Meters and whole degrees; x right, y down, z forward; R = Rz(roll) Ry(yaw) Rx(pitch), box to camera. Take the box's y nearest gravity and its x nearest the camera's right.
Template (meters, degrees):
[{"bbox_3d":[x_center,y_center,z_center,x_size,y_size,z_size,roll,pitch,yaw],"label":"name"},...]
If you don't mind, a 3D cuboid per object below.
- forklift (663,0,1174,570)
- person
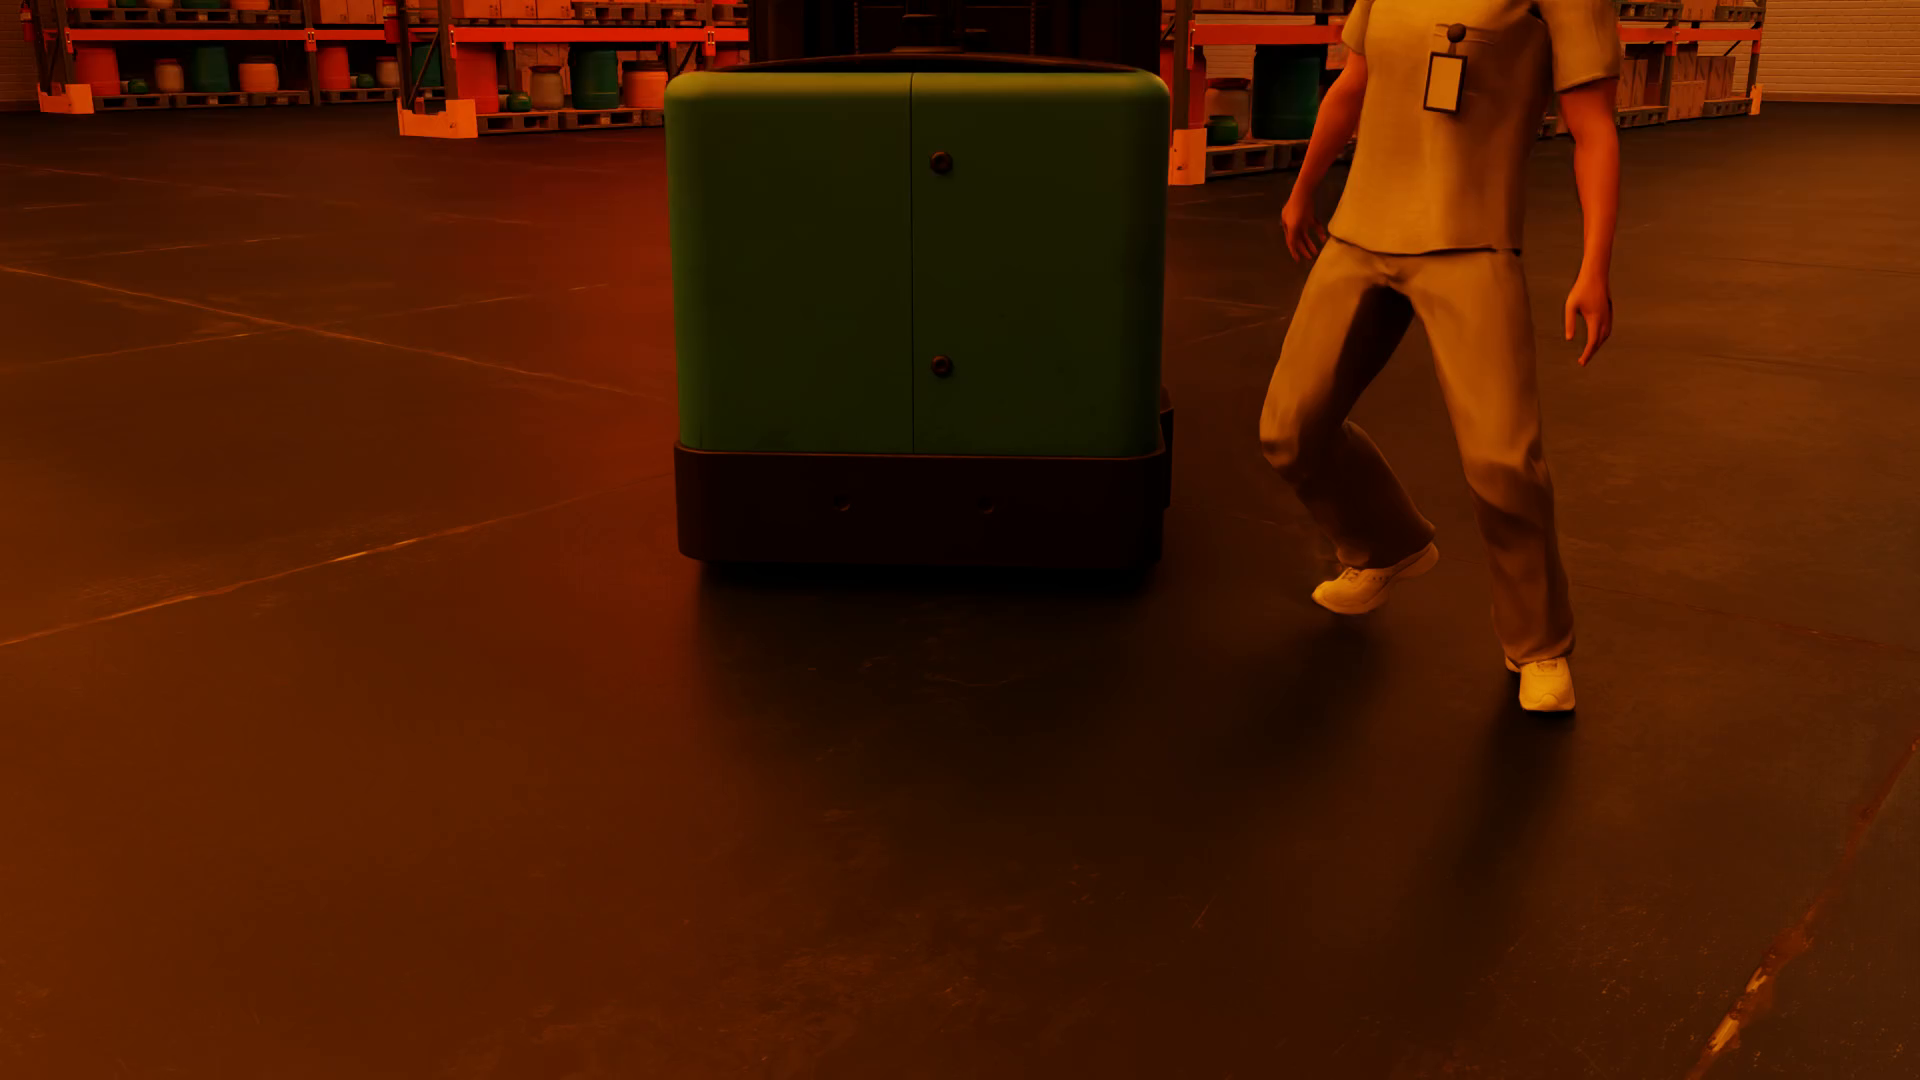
[{"bbox_3d":[0.002,-1.717,4.554,1.130,2.935,3.031,1,17,4],"label":"forklift"},{"bbox_3d":[0.871,-0.536,3.017,0.484,1.575,0.780,-13,21,-36],"label":"person"}]
